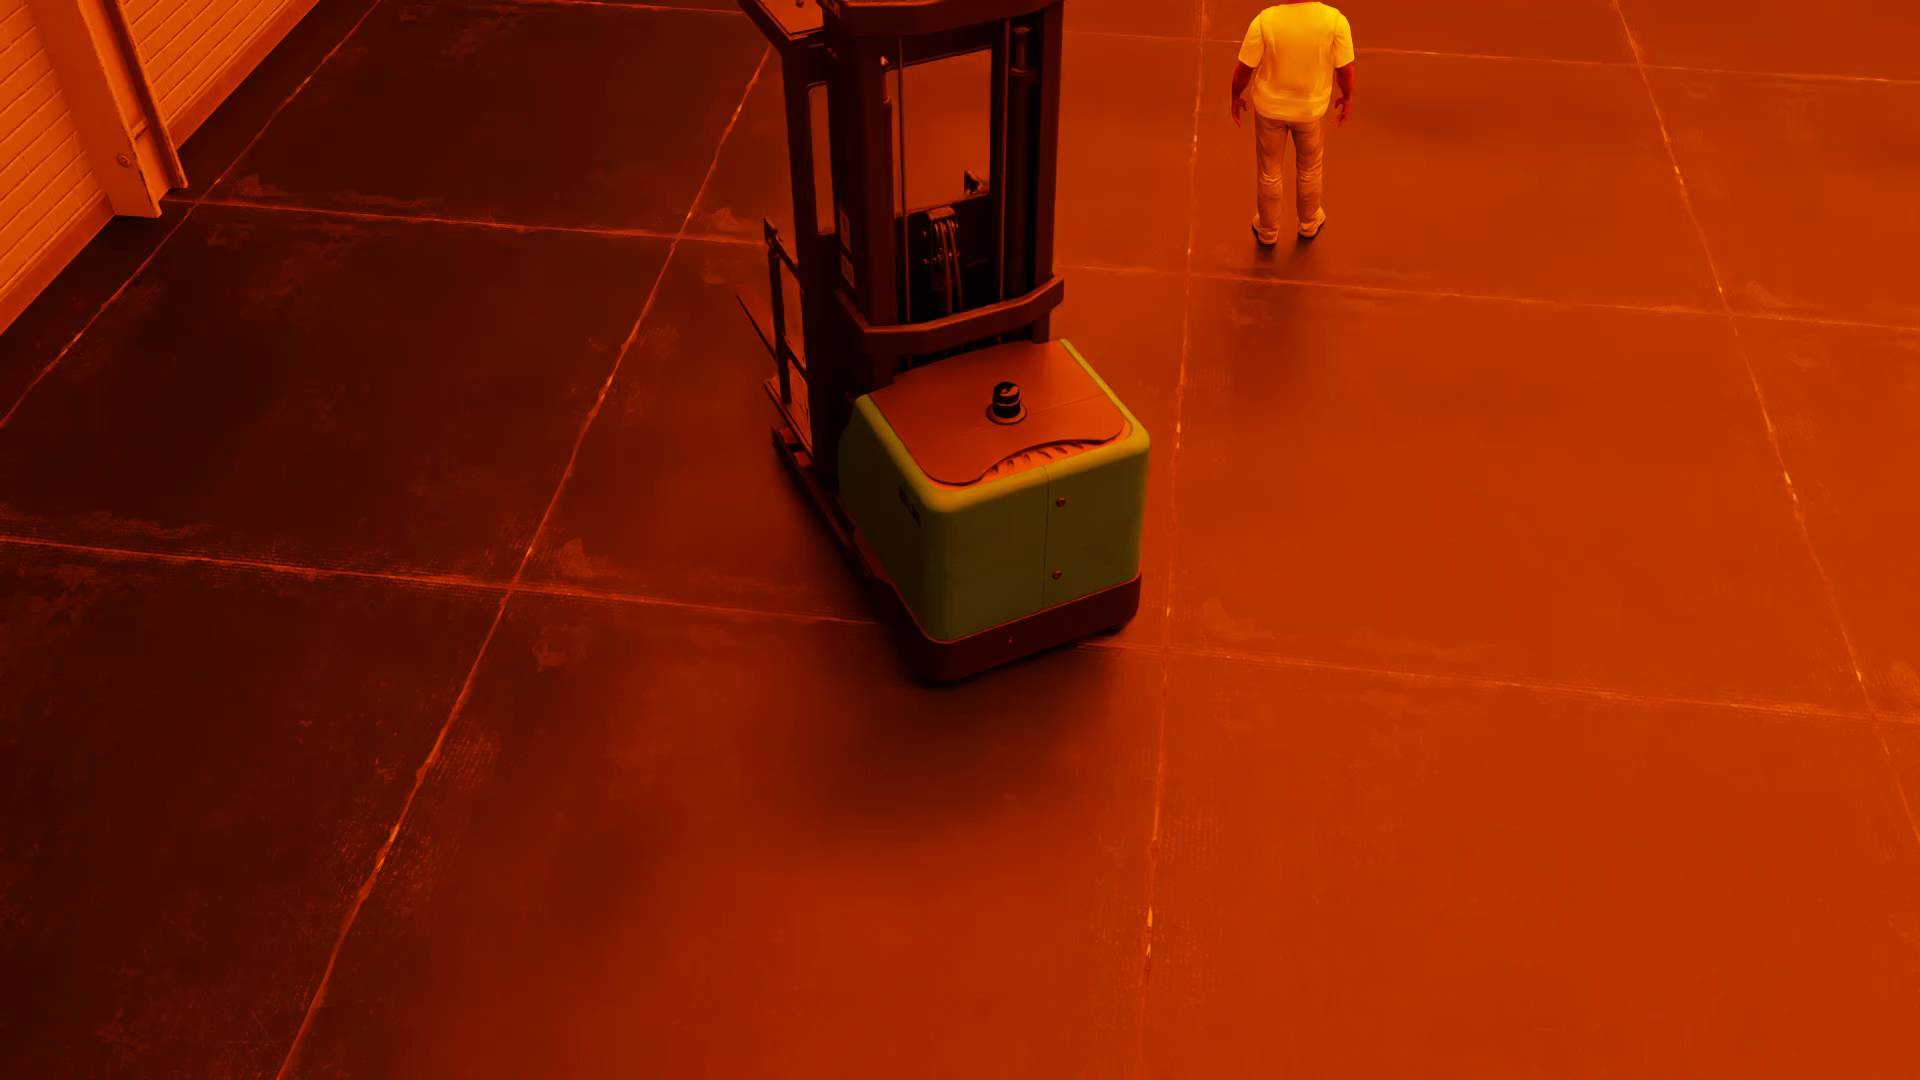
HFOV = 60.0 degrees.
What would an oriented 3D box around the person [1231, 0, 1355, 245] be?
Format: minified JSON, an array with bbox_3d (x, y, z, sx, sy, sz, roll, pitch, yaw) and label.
[{"bbox_3d":[1.841,-2.465,9.258,0.665,1.767,0.576,6,43,6],"label":"person"}]

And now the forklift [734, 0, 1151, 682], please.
[{"bbox_3d":[-0.285,-1.472,7.327,1.130,2.935,3.031,-18,45,-18],"label":"forklift"}]
